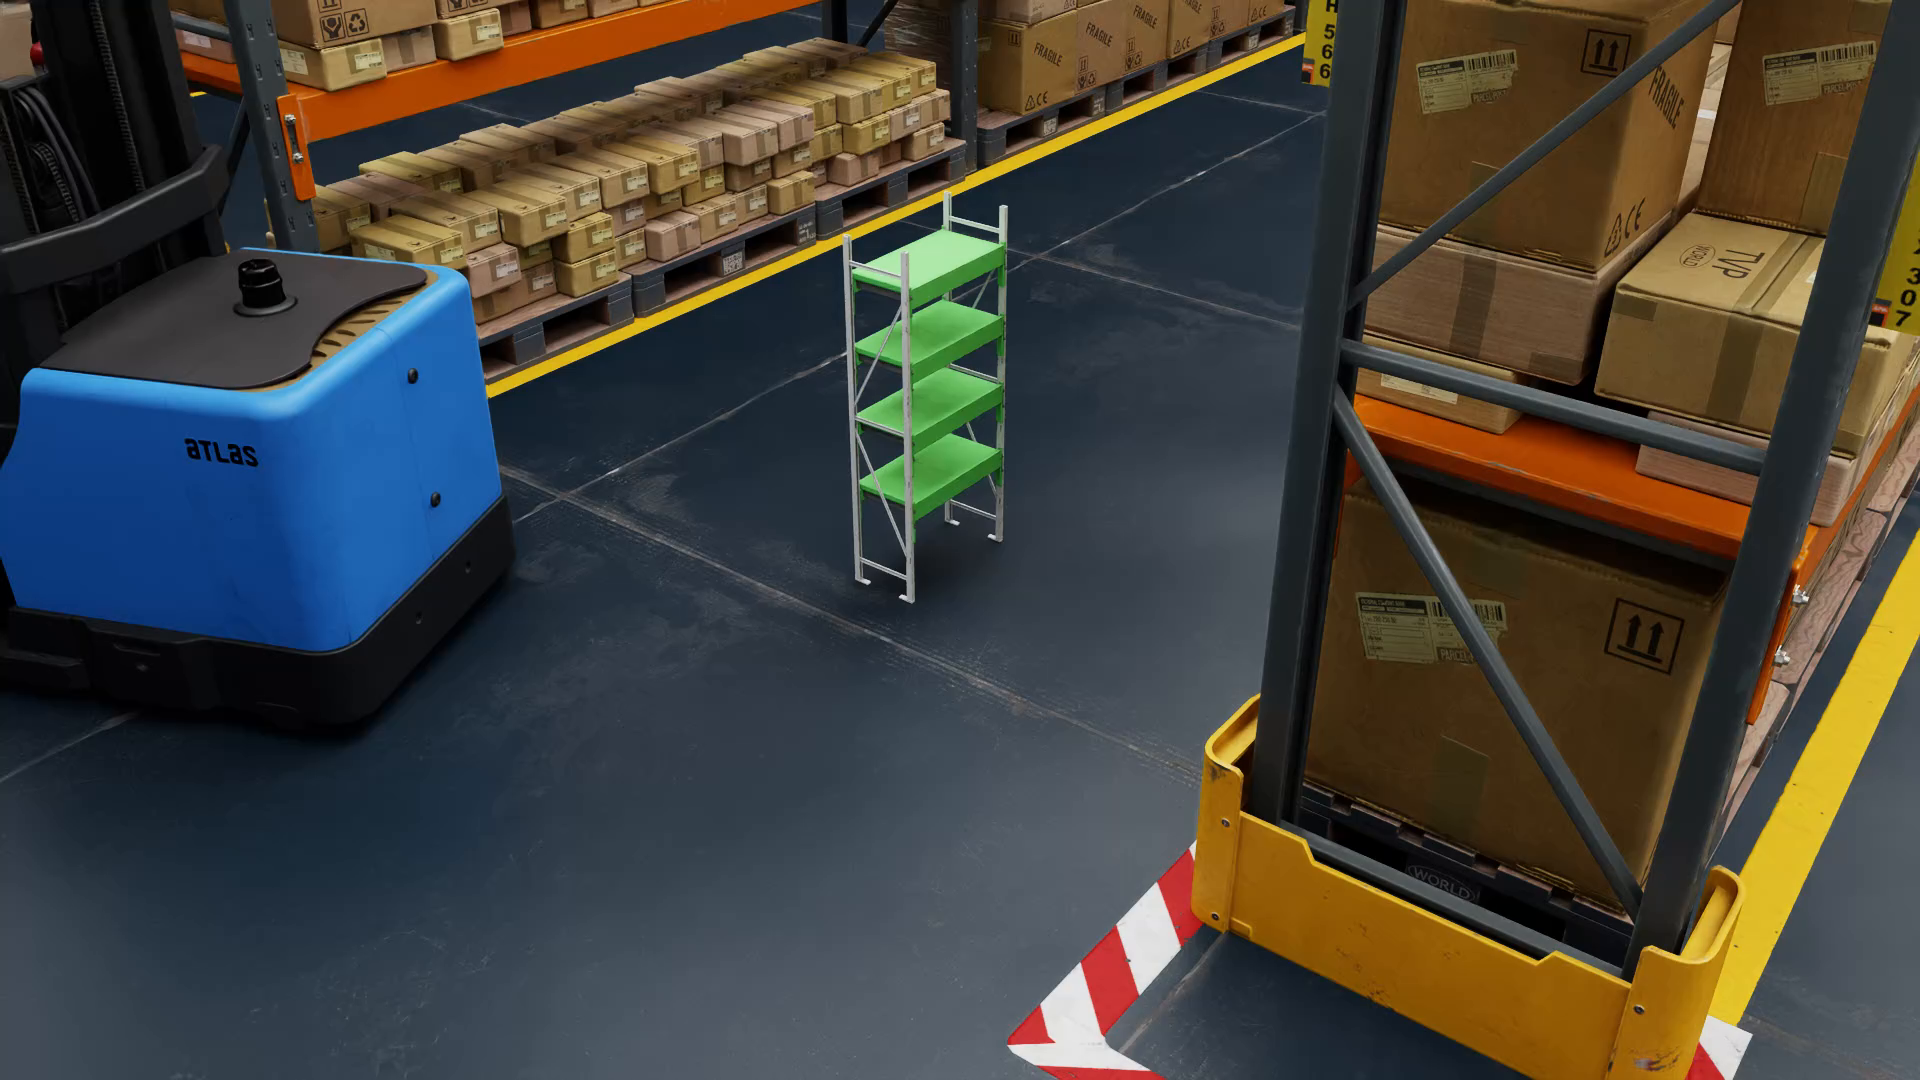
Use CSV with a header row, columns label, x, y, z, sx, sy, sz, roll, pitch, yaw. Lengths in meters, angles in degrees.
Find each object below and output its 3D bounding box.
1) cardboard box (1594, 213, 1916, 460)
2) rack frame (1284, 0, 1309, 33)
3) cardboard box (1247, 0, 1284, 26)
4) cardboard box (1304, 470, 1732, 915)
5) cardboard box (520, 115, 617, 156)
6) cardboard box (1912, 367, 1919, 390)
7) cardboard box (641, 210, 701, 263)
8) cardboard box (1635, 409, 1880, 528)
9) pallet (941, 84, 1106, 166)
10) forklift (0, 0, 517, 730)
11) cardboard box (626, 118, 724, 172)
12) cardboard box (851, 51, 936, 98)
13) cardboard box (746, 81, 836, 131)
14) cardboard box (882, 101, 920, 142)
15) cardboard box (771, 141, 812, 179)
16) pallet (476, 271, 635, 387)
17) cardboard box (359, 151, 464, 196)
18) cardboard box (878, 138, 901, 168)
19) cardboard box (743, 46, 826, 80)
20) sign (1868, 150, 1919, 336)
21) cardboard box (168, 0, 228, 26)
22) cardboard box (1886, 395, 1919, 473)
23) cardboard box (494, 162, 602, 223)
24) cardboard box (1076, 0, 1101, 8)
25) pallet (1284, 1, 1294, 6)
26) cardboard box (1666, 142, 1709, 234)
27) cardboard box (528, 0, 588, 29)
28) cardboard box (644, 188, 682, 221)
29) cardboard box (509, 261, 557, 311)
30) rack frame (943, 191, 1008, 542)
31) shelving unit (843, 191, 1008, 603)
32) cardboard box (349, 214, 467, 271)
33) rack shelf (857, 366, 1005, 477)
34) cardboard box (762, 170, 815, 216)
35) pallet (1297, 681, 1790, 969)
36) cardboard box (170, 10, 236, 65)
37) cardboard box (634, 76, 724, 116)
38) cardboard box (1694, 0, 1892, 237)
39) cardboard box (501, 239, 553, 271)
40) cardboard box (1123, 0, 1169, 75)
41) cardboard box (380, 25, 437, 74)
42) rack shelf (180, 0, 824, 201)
label,x,y,z,sx,sy,sz,roll,pitch,yaw
cardboard box,1.643,-0.432,3.393,0.500,0.250,0.500,20,36,30
rack frame,2.074,-5.076,11.373,1.000,3.000,0.127,21,37,31
cardboard box,1.885,-3.833,11.316,0.500,0.500,0.500,21,37,31
cardboard box,1.461,0.192,4.156,0.875,0.875,0.875,21,37,31
cardboard box,-1.813,-1.842,7.716,0.380,0.149,0.250,20,36,30
cardboard box,2.080,-0.507,3.909,0.380,0.149,0.250,20,36,31
cardboard box,-1.407,-1.405,7.564,0.380,0.149,0.250,19,36,29
cardboard box,1.616,-0.191,3.377,0.380,0.149,0.250,22,37,32
pallet,0.128,-2.568,9.875,1.003,0.211,1.213,21,37,31
forklift,-3.046,-1.109,4.746,3.031,2.935,1.130,7,31,12
cardboard box,-1.314,-1.816,7.672,0.380,0.149,0.250,21,37,31
cardboard box,-0.348,-2.436,8.718,0.380,0.149,0.250,22,37,33
cardboard box,-0.834,-2.135,8.211,0.380,0.149,0.250,22,37,33
cardboard box,-0.431,-2.193,8.600,0.380,0.149,0.250,19,36,29
cardboard box,-0.946,-1.897,8.101,0.380,0.149,0.250,22,37,32
pallet,-2.191,-0.975,7.188,1.003,0.211,1.213,21,37,31
cardboard box,-2.385,-1.557,7.235,0.380,0.149,0.250,20,36,30
cardboard box,-0.529,-2.060,8.669,0.380,0.149,0.250,22,37,33
cardboard box,-0.927,-2.490,8.811,0.380,0.149,0.250,23,38,34
sign,1.577,-0.490,2.708,0.100,0.325,0.005,21,37,31
cardboard box,-2.689,-2.257,6.227,0.500,0.500,0.500,22,37,32
cardboard box,3.091,-0.906,6.008,0.875,0.875,0.875,21,37,31
cardboard box,-1.759,-1.481,7.108,0.380,0.149,0.250,19,36,29
cardboard box,0.636,-3.314,9.705,0.500,0.250,0.500,22,37,33
pallet,2.610,-4.174,12.586,1.003,0.211,1.213,21,37,31
cardboard box,1.526,-0.805,4.021,0.500,0.250,0.500,20,36,30
cardboard box,-1.742,-2.206,6.777,0.380,0.149,0.250,21,36,31
cardboard box,-1.490,-1.592,7.587,0.380,0.149,0.250,23,38,34
cardboard box,-1.946,-1.128,7.095,0.380,0.149,0.250,22,37,32
rack frame,0.047,-0.548,5.498,0.240,1.200,0.015,21,37,31
shelving unit,-0.100,-0.449,5.331,0.258,1.200,0.503,21,37,31
cardboard box,-2.168,-1.143,6.537,0.380,0.149,0.250,19,36,29
rack shelf,-0.100,-0.394,5.363,0.258,0.148,0.480,21,37,31
cardboard box,-0.930,-1.719,8.094,0.380,0.149,0.250,21,37,31
pallet,1.559,0.594,4.541,1.003,0.211,1.213,21,37,31
cardboard box,-2.784,-1.936,6.321,0.380,0.149,0.250,21,37,31
cardboard box,-1.398,-2.181,8.289,0.380,0.149,0.250,22,37,32
cardboard box,1.945,-0.958,3.544,0.500,0.500,0.500,20,36,30
cardboard box,-1.947,-1.261,7.028,0.380,0.149,0.250,22,37,32
cardboard box,0.941,-3.207,10.259,0.500,0.500,0.500,22,37,32
cardboard box,-2.177,-1.863,6.198,0.380,0.149,0.250,23,37,33
rack shelf,-1.548,-2.328,7.441,1.077,0.370,4.000,21,37,31
